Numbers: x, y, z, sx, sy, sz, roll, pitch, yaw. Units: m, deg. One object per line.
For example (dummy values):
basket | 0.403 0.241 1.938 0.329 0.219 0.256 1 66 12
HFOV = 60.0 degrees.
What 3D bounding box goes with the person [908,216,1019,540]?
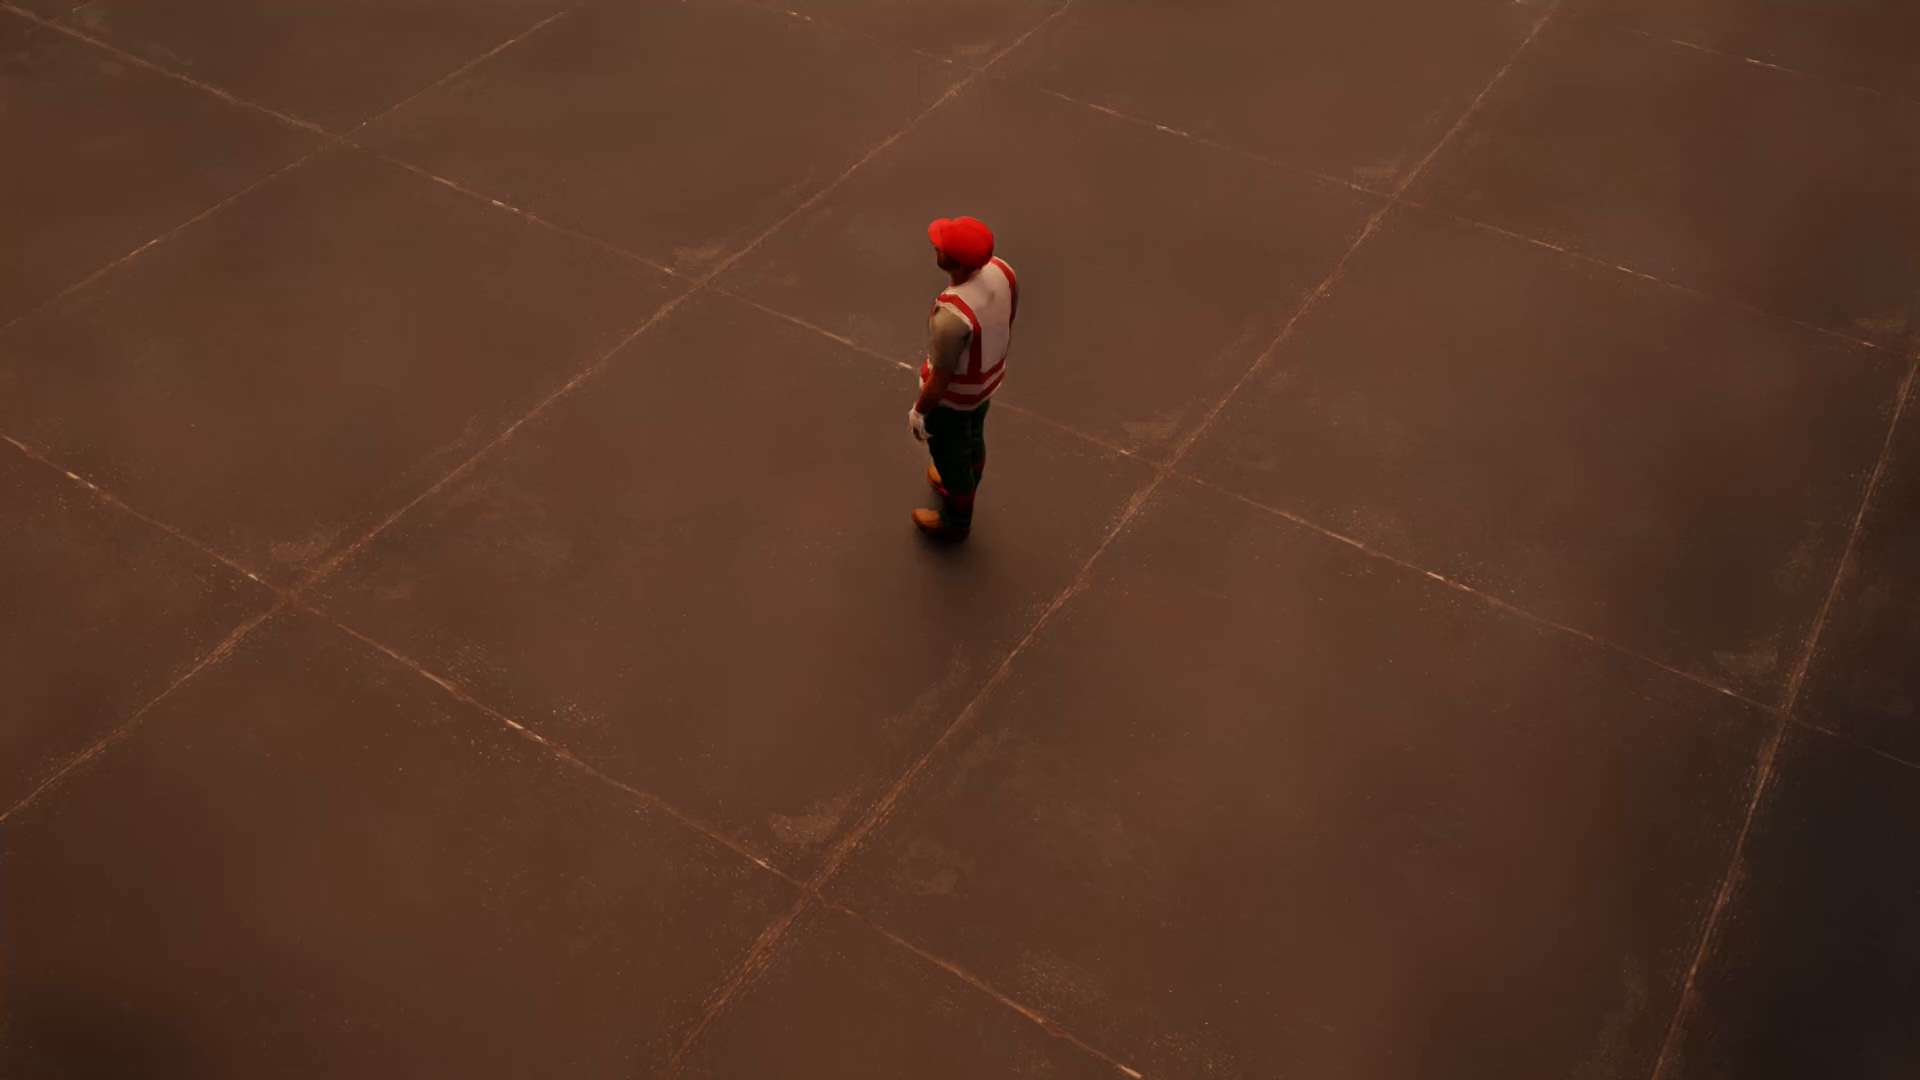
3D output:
person | -0.062 -0.719 7.370 0.563 1.787 0.637 24 48 23
